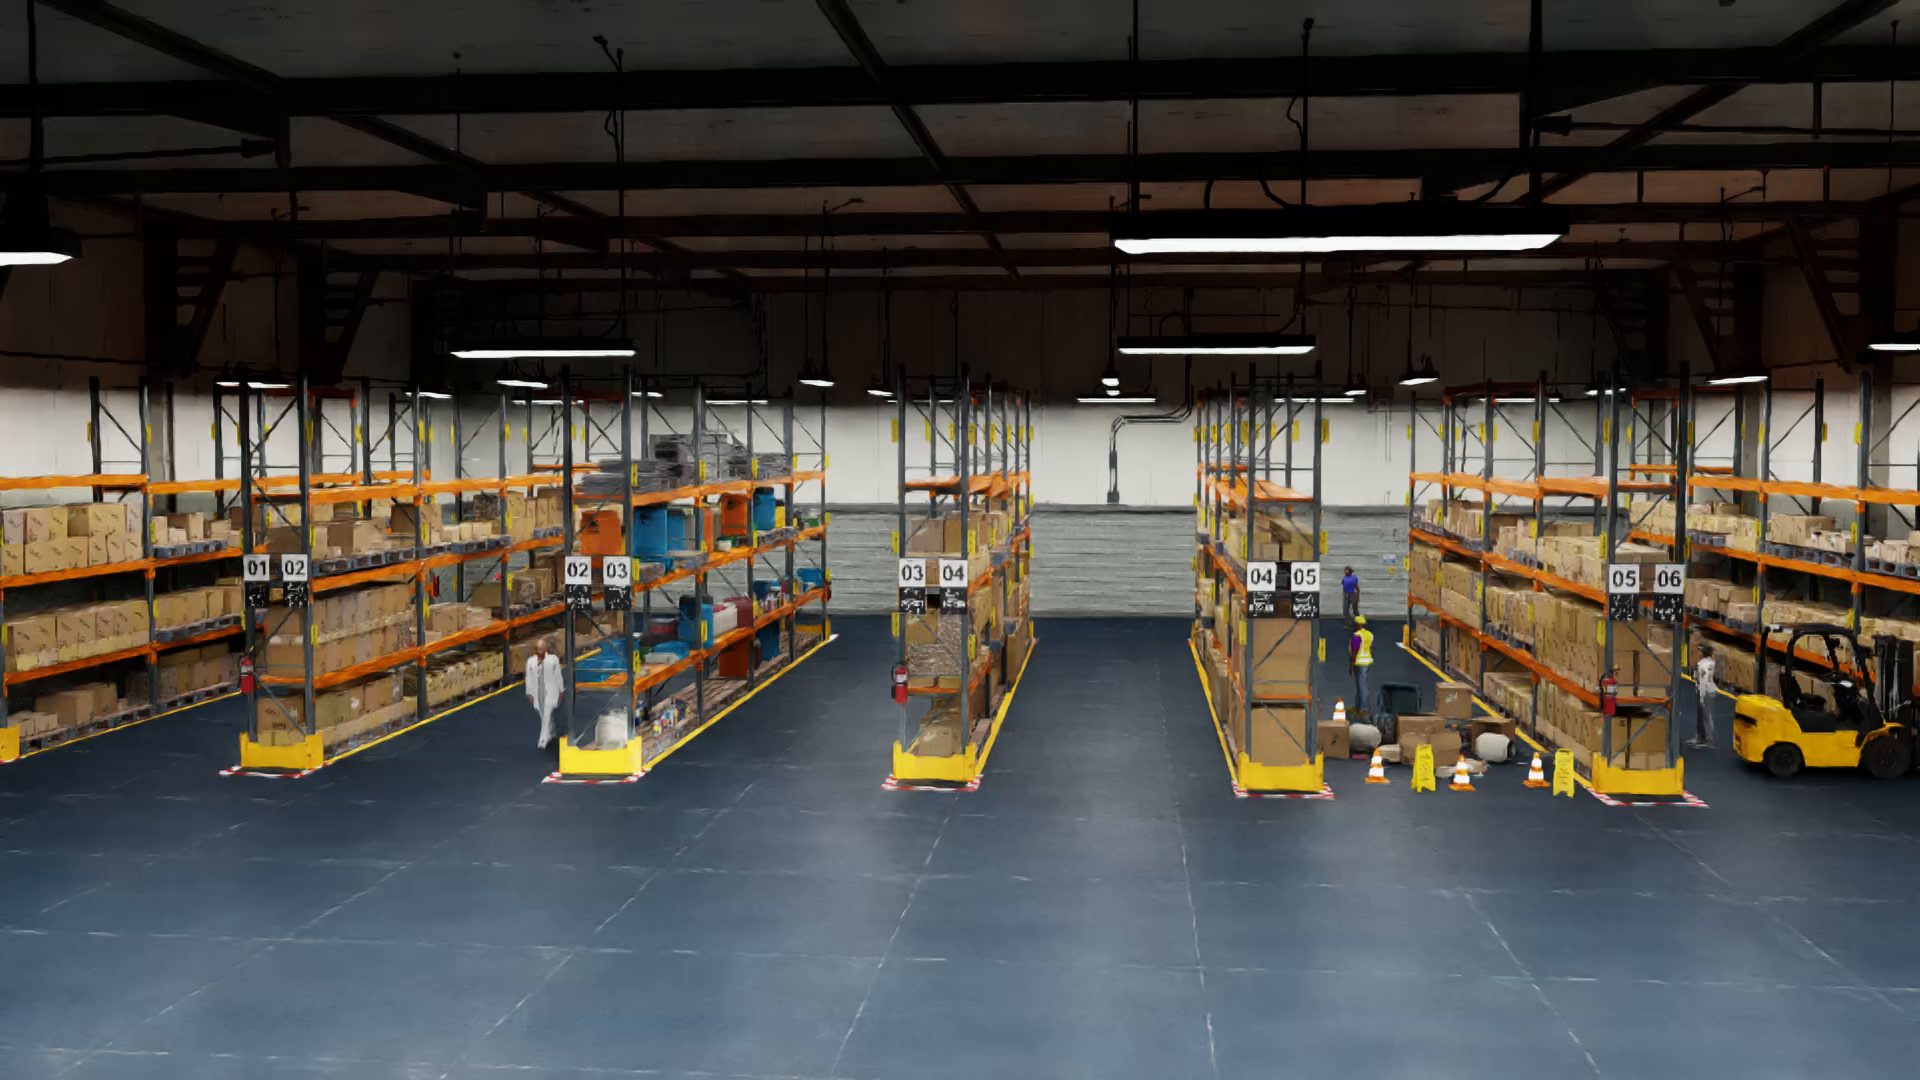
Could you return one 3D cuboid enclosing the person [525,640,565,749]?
[{"bbox_3d":[-6.656,2.431,26.539,0.598,1.698,1.194,1,4,8],"label":"person"}]

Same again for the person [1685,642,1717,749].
[{"bbox_3d":[11.781,2.459,26.414,0.459,1.677,0.524,3,4,35],"label":"person"}]

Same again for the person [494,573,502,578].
[{"bbox_3d":[-10.797,1.636,39.044,0.677,1.742,0.552,0,4,4],"label":"person"}]

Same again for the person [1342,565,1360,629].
[{"bbox_3d":[10.058,1.453,42.614,0.510,1.643,0.550,3,5,42],"label":"person"}]

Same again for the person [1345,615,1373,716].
[{"bbox_3d":[7.097,2.205,29.601,0.580,1.763,0.673,3,5,37],"label":"person"}]
